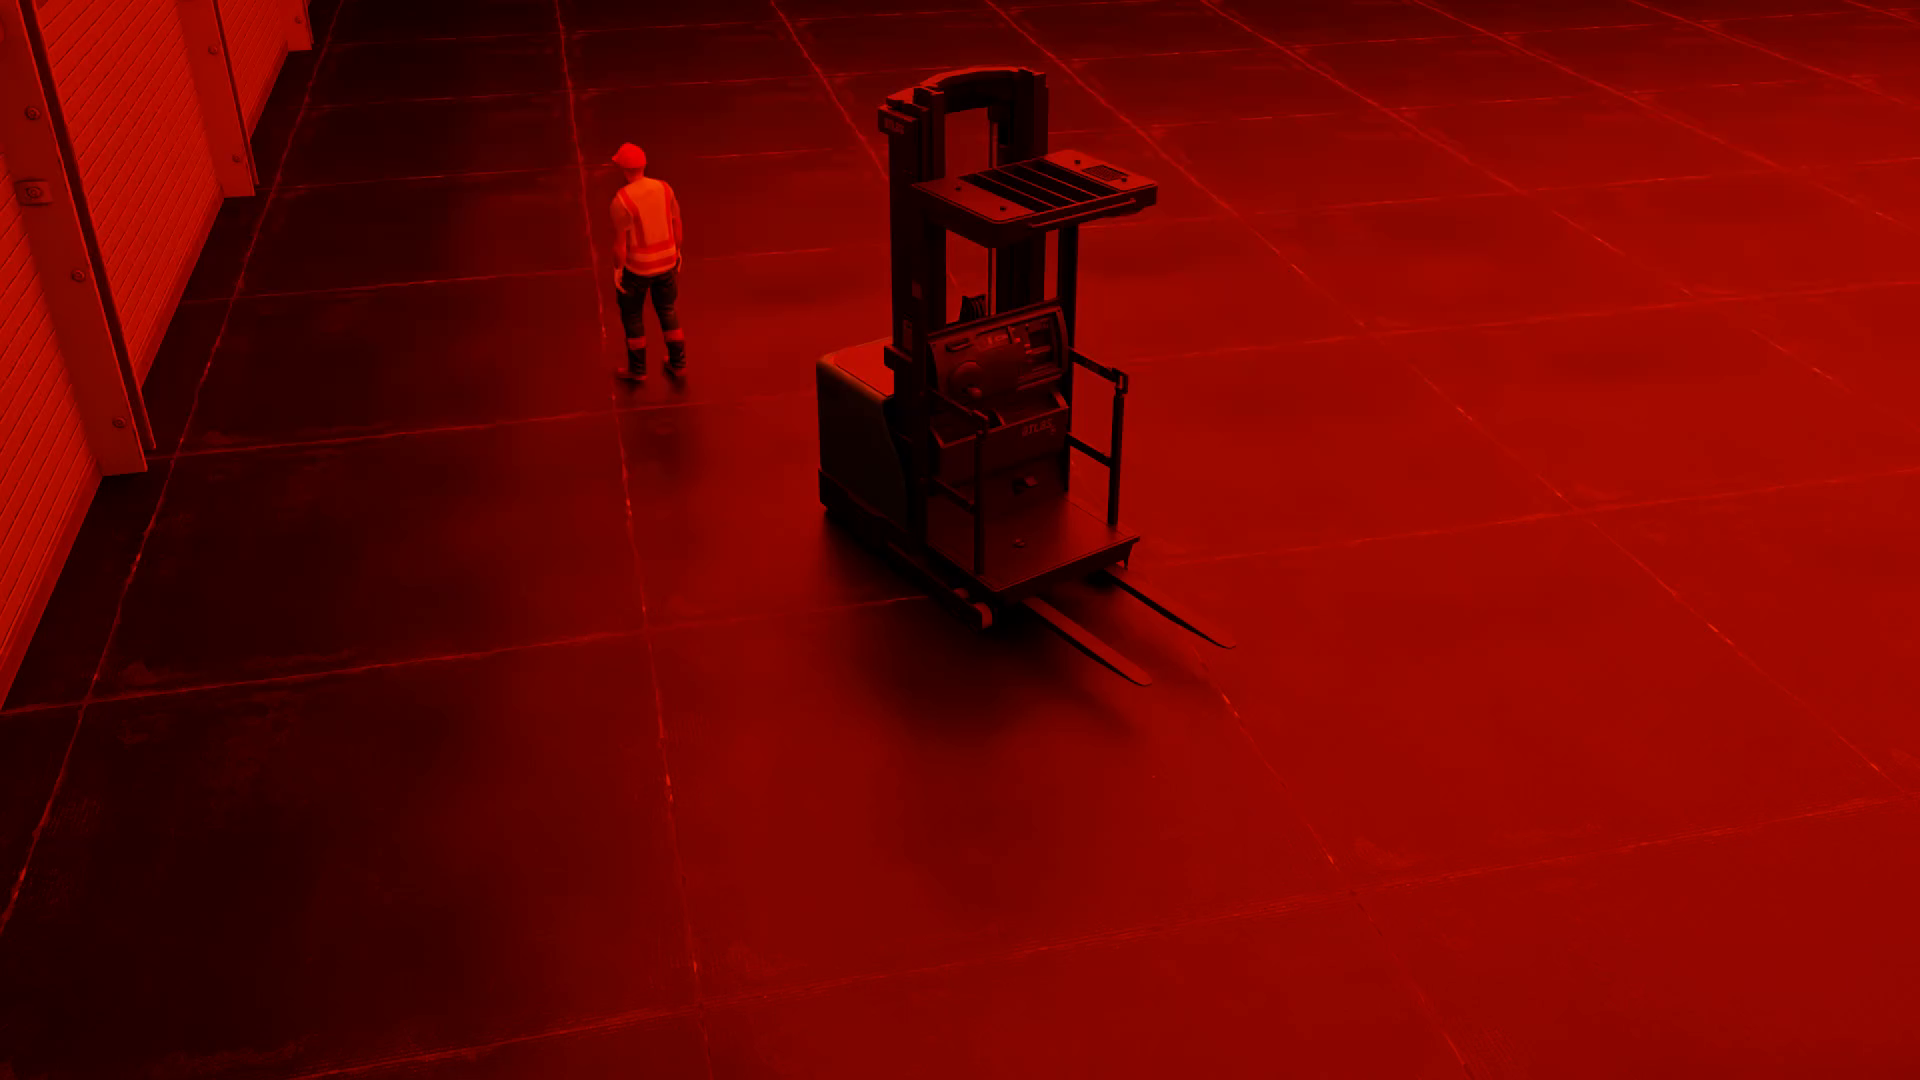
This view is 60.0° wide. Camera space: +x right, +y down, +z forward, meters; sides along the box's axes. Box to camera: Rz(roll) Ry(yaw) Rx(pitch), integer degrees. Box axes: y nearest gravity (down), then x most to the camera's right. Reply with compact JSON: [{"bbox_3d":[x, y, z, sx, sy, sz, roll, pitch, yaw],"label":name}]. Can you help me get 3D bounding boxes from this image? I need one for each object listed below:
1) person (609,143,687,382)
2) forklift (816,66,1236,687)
[{"bbox_3d":[-2.312,-2.035,12.254,0.612,1.786,0.451,-24,38,-35],"label":"person"},{"bbox_3d":[0.355,-1.021,9.338,1.130,2.935,3.031,-20,35,-30],"label":"forklift"}]
